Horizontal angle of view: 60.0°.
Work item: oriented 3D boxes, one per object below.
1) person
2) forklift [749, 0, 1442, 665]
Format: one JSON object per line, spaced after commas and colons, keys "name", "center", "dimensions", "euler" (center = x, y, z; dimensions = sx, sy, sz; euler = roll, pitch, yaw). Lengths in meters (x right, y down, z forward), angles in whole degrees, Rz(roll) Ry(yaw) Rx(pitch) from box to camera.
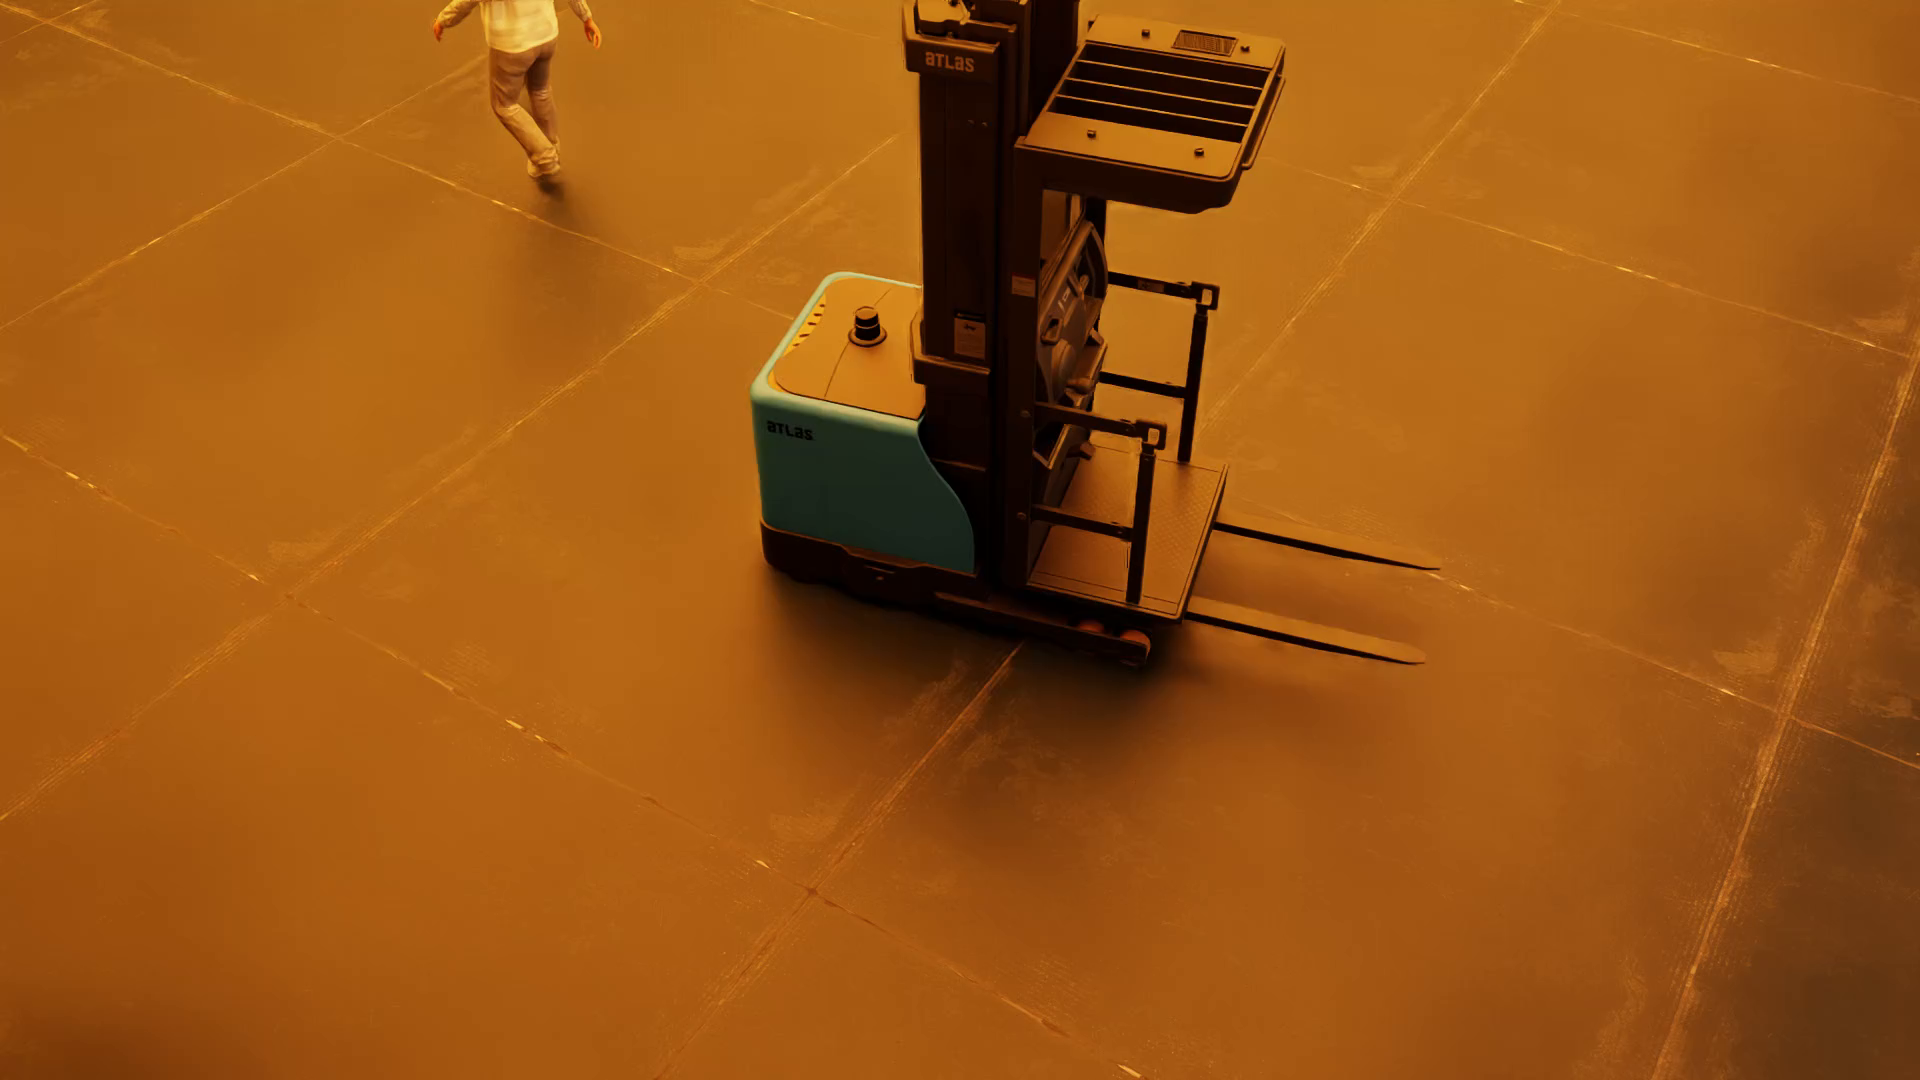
{"name": "person", "center": [-2.591, -2.986, 9.857], "dimensions": [0.662, 1.752, 0.833], "euler": [34, 53, 30]}
{"name": "forklift", "center": [0.651, -0.920, 6.819], "dimensions": [3.031, 2.935, 1.130], "euler": [13, 45, 13]}
